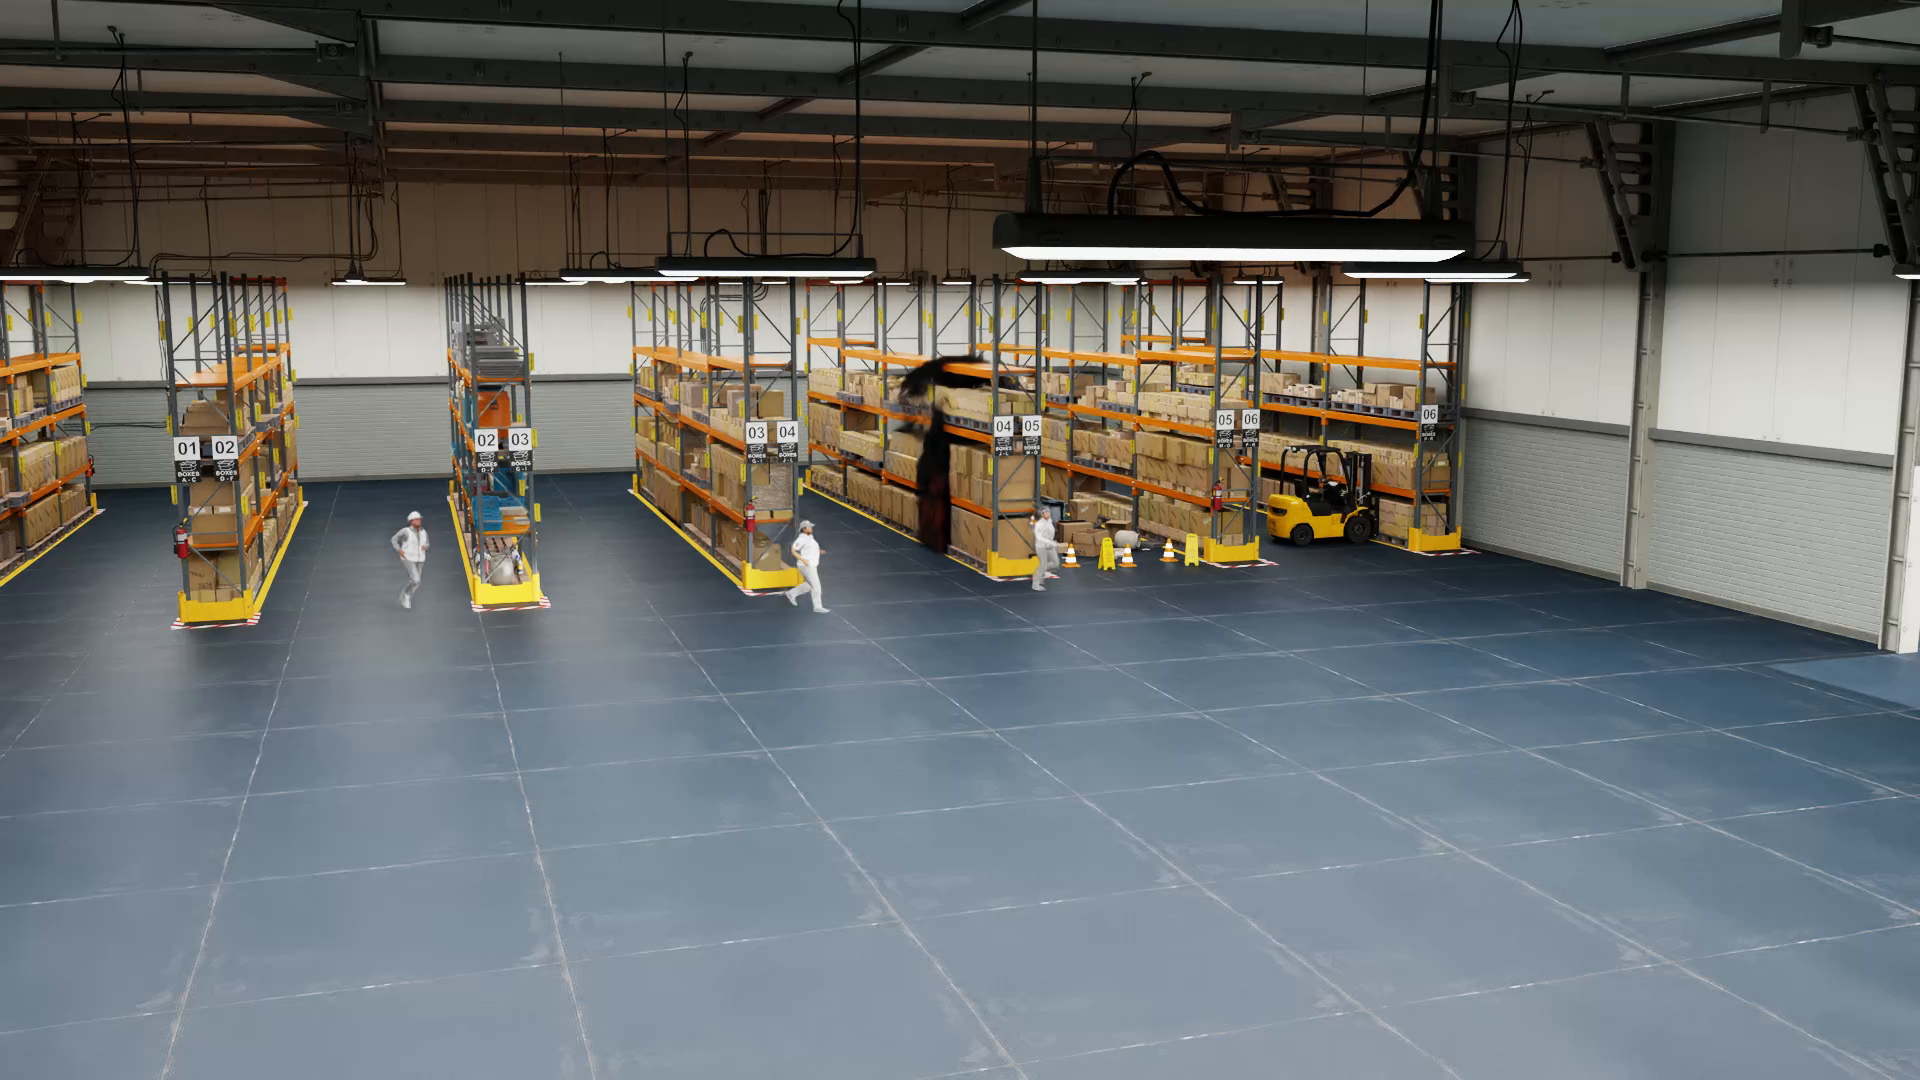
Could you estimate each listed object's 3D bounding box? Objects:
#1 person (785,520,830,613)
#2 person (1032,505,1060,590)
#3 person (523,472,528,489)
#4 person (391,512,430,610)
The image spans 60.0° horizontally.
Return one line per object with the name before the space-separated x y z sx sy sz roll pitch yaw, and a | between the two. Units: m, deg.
person | -2.729 0.465 29.550 0.870 1.639 0.619 2 9 13
person | 1.661 0.141 31.681 0.631 1.652 0.638 7 11 39
person | -12.660 -2.268 47.683 0.594 1.617 0.563 -2 9 -12
person | -9.841 0.359 29.941 0.635 1.749 0.633 6 10 34
